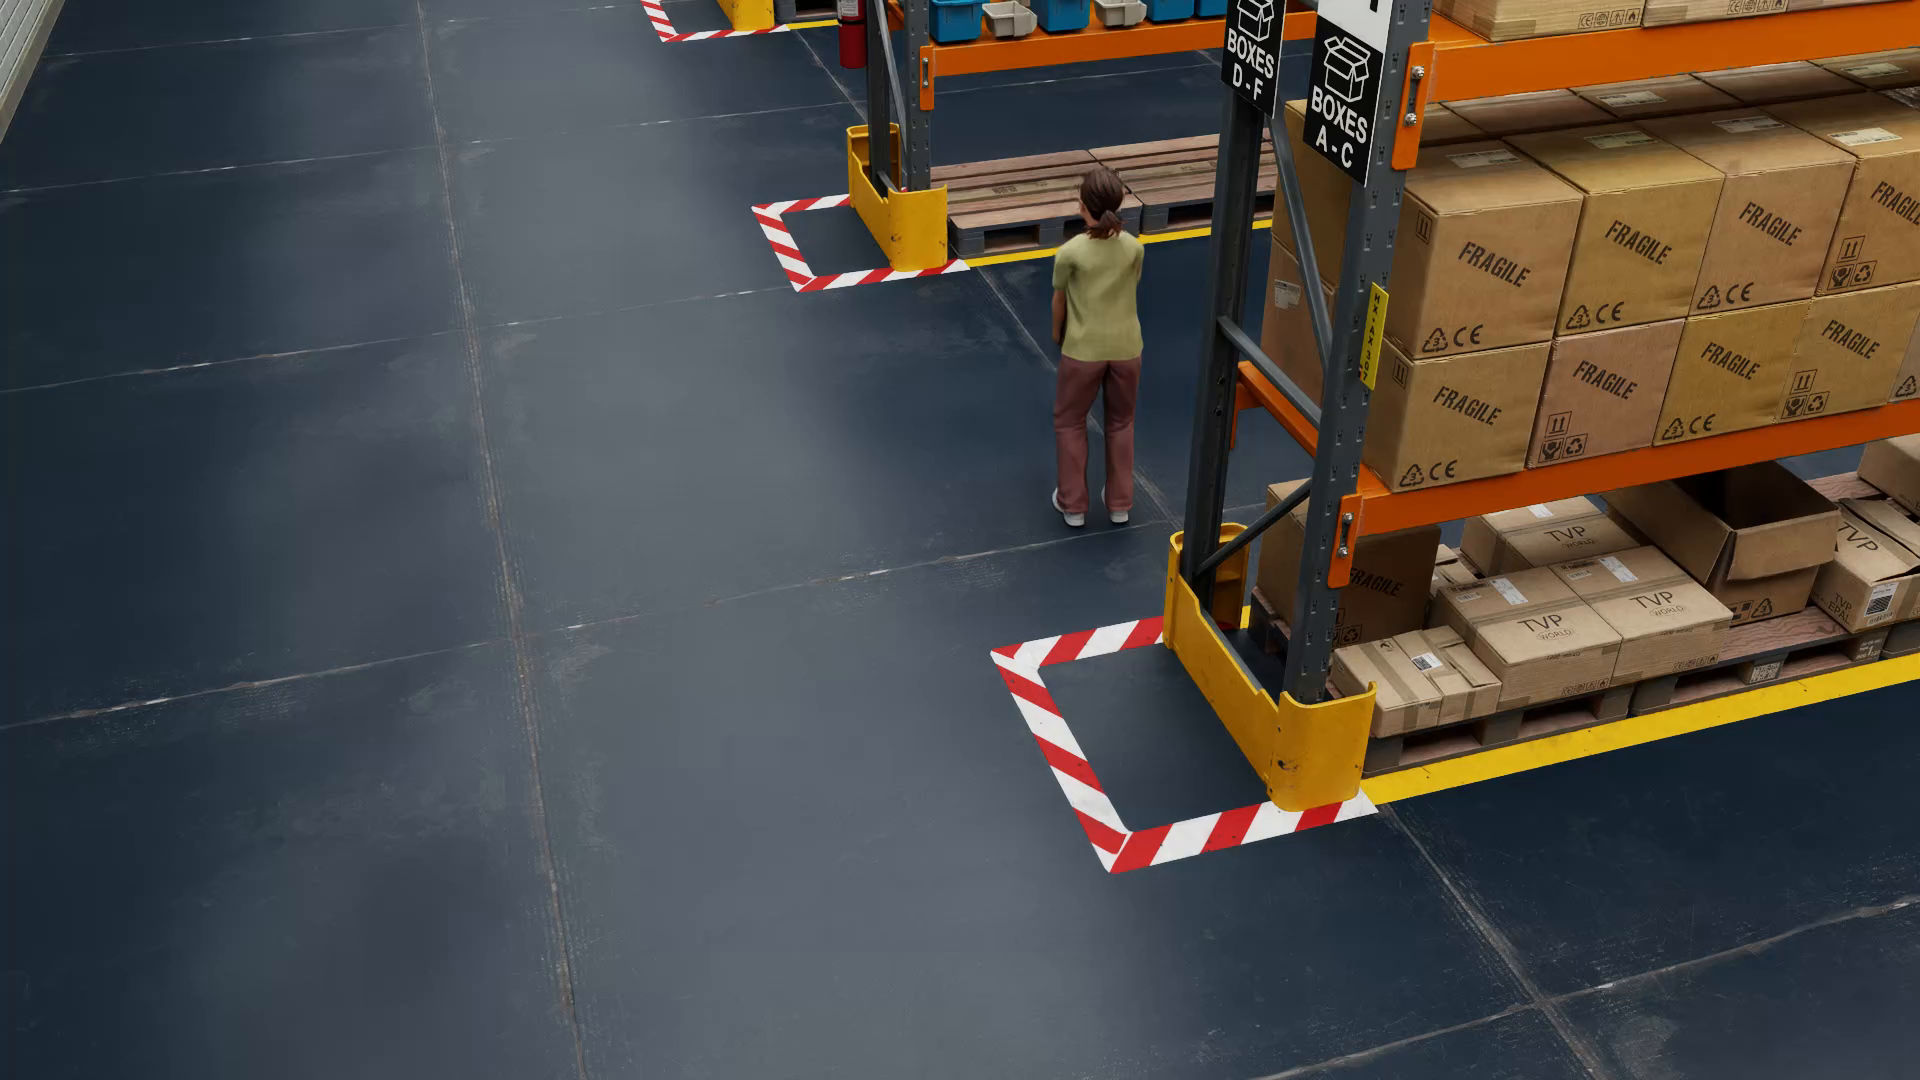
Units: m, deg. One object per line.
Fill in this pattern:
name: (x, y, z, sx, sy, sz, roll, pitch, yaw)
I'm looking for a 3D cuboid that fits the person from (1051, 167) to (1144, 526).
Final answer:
person: (0.598, -0.863, 7.442, 0.407, 1.658, 0.503, -6, 34, -9)
